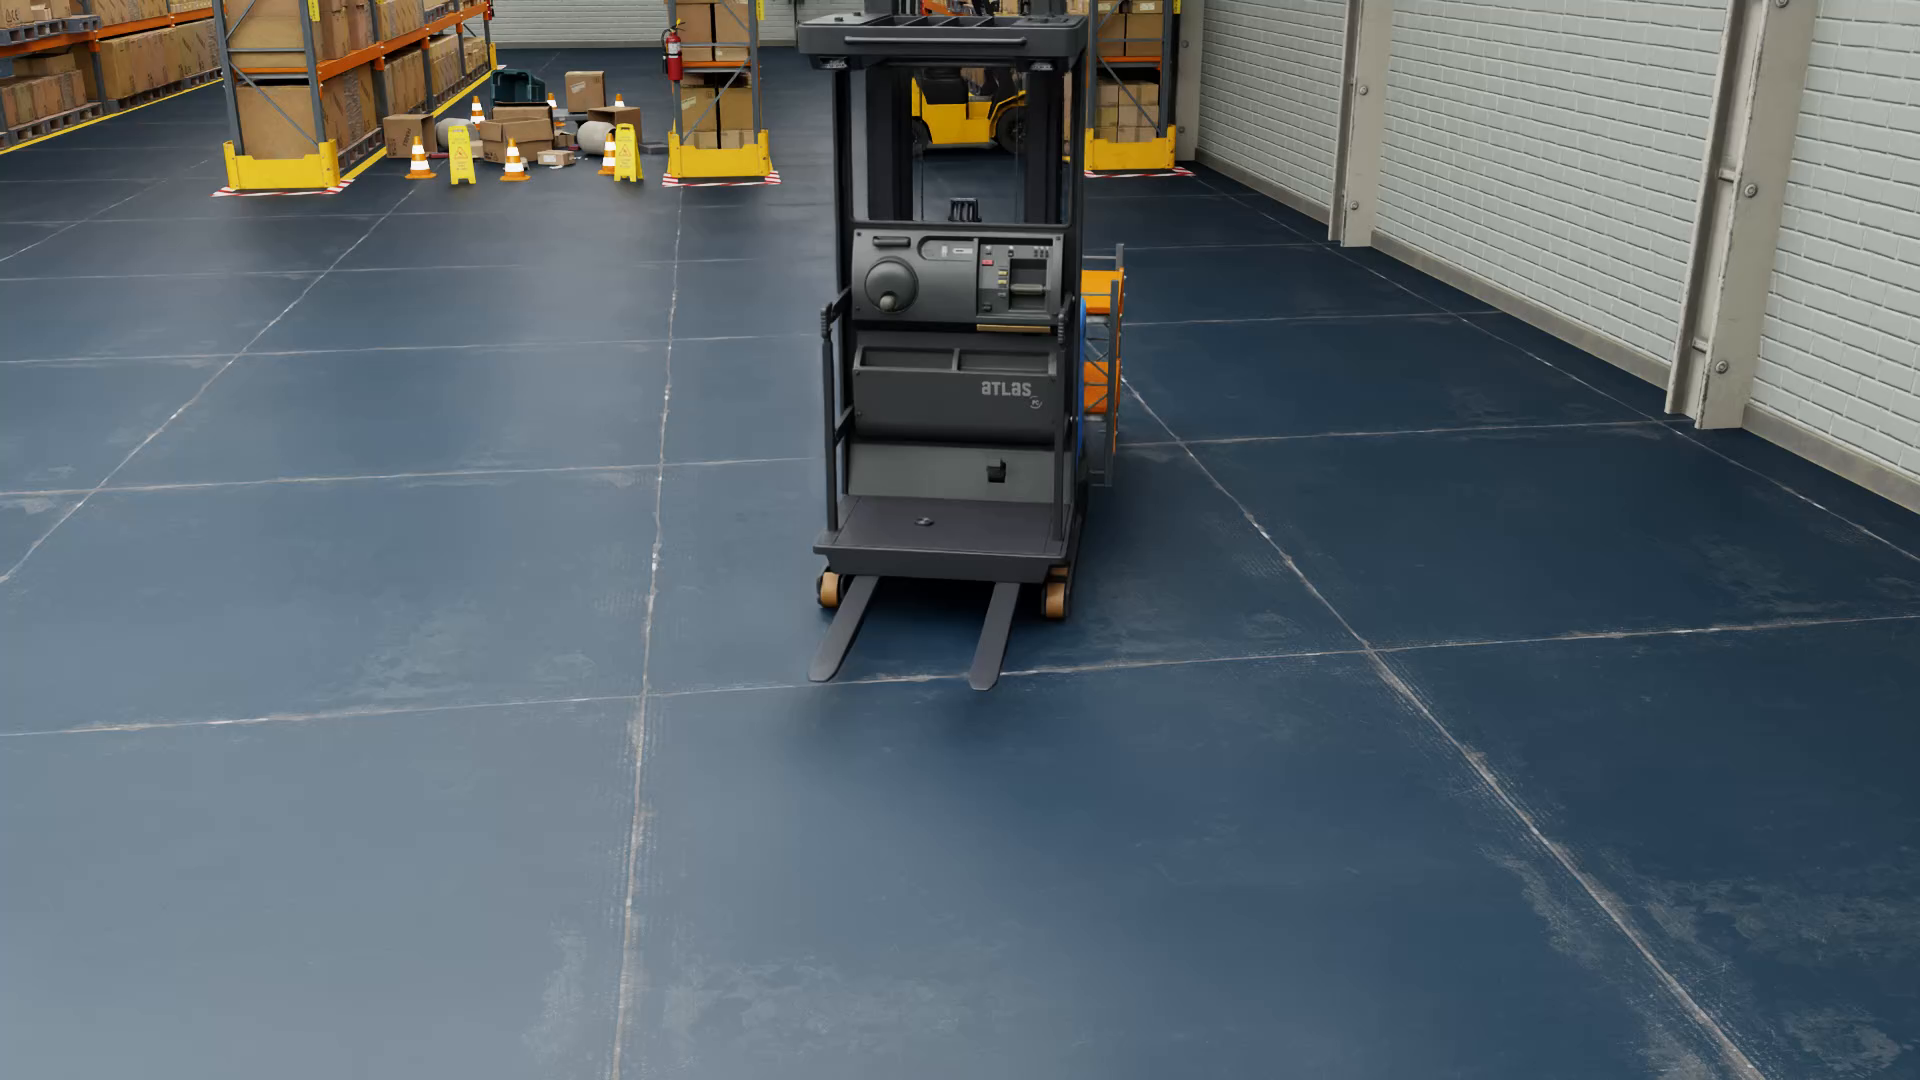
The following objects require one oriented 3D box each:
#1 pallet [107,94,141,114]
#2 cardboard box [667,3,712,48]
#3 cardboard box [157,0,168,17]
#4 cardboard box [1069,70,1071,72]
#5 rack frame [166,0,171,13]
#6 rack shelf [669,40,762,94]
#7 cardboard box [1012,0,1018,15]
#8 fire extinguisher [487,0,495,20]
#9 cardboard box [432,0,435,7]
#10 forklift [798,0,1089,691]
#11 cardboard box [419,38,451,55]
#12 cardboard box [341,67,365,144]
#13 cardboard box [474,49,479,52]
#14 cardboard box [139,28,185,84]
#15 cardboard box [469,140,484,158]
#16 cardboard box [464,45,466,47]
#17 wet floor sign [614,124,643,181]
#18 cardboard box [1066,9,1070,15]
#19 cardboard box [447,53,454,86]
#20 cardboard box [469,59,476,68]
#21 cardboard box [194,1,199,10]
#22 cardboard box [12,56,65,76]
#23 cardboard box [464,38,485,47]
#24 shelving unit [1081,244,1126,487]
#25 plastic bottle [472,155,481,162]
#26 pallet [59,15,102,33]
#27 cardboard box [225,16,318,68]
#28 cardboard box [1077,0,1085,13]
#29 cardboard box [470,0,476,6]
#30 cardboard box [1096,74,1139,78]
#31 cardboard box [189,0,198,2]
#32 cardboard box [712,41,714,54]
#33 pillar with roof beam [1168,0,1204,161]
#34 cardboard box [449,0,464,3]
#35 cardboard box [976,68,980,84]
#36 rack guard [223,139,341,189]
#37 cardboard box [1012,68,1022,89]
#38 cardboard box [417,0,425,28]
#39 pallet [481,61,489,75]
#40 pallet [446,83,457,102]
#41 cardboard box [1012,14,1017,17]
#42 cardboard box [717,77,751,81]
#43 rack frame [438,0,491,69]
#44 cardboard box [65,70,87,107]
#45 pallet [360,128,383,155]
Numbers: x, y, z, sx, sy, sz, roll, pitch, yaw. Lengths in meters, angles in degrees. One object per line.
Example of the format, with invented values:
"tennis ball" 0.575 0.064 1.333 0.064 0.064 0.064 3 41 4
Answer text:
"pallet" -13.863 -7.005 26.670 1.003 0.211 1.213 -3 21 -8
"cardboard box" -3.215 -6.125 19.759 0.500 0.500 0.500 -3 21 -9
"cardboard box" -14.063 -9.318 28.734 0.500 0.500 0.500 -3 21 -8
"cardboard box" 1.376 -6.245 22.551 0.500 0.250 0.500 -2 21 -6
"rack frame" -14.401 -9.419 29.149 1.000 3.000 0.127 -3 21 -8
"rack shelf" -3.153 -6.120 21.343 1.077 0.370 4.000 -3 21 -8
"cardboard box" 1.065 -7.900 24.580 0.500 0.250 0.500 -3 21 -9
"fire extinguisher" -9.634 -10.919 33.807 0.296 0.674 0.183 -3 21 -8
"cardboard box" -8.959 -8.953 27.658 0.380 0.149 0.250 -3 21 -7
"forklift" -0.037 -1.154 7.116 1.130 2.935 3.031 3 21 7
"cardboard box" -8.969 -8.405 28.335 0.500 0.250 0.500 -4 21 -10
"cardboard box" -8.170 -5.533 21.179 0.875 0.875 0.875 -3 21 -7
"cardboard box" -9.513 -9.404 32.155 0.380 0.149 0.250 -2 21 -5
"cardboard box" -14.289 -8.400 28.856 1.225 0.875 0.875 -3 21 -8
"cardboard box" -6.254 -5.082 21.442 0.396 0.266 0.258 1 20 2
"cardboard box" -9.449 -9.177 31.123 0.380 0.149 0.250 -3 21 -9
"wet floor sign" -3.896 -4.542 19.454 0.267 0.644 0.232 4 21 11
"cardboard box" 1.576 -6.578 21.397 0.500 0.500 0.500 -3 21 -9
"cardboard box" -8.979 -8.061 28.485 0.500 0.500 0.500 -3 21 -9
"cardboard box" -9.440 -9.085 31.728 0.380 0.149 0.250 -3 21 -9
"cardboard box" -14.301 -9.870 30.713 0.380 0.149 0.250 -3 21 -7
"cardboard box" -13.611 -7.007 24.562 0.500 0.250 0.500 -1 20 -2
"cardboard box" -9.585 -9.816 32.834 0.380 0.149 0.250 -3 21 -9
"shelving unit" 0.634 -1.004 9.297 0.538 1.125 1.048 2 21 6
"plastic bottle" -6.170 -4.832 21.066 0.133 0.061 0.283 -11 23 -26
"pallet" -13.616 -7.703 24.828 1.213 0.211 1.003 -3 21 -8
"cardboard box" -7.846 -5.676 18.912 0.875 0.550 0.550 -3 21 -8
"cardboard box" 1.653 -6.560 20.422 0.380 0.149 0.250 -3 21 -7
"cardboard box" -9.609 -10.449 32.265 0.380 0.149 0.250 -4 21 -10
"cardboard box" 2.028 -5.916 21.668 0.500 0.250 0.500 -3 21 -8
"cardboard box" -14.356 -10.016 30.535 0.500 0.250 0.500 -2 21 -6
"cardboard box" -3.257 -6.121 20.676 0.380 0.149 0.250 -3 21 -7
"pillar with roof beam" -1.422 -8.896 19.173 9.100 9.000 0.400 -3 21 -8
"cardboard box" -9.300 -10.005 30.148 0.500 0.500 0.500 -3 21 -9
"cardboard box" 0.558 -8.121 28.645 0.500 0.500 0.500 -3 21 -9
"rack guard" -7.745 -4.300 19.016 1.175 0.500 0.348 -3 21 -8
"cardboard box" 1.280 -6.934 25.289 0.875 0.625 0.625 -3 21 -8
"cardboard box" -8.571 -8.154 25.618 0.500 0.500 0.500 -3 21 -8
"pallet" -9.961 -9.404 33.092 1.003 0.211 1.213 -3 21 -8
"pallet" -9.185 -7.635 28.358 1.003 0.211 1.213 -3 21 -8
"cardboard box" 1.061 -7.666 24.668 0.500 0.250 0.500 -3 21 -8
"cardboard box" -2.855 -5.681 21.396 0.500 0.500 0.500 -3 21 -7
"rack frame" -10.055 -11.019 33.433 1.000 3.000 0.127 -3 21 -8
"cardboard box" -13.708 -6.839 25.183 0.700 0.500 0.500 -4 21 -11
"pallet" -8.292 -5.291 22.081 1.003 0.211 1.213 -3 21 -8
